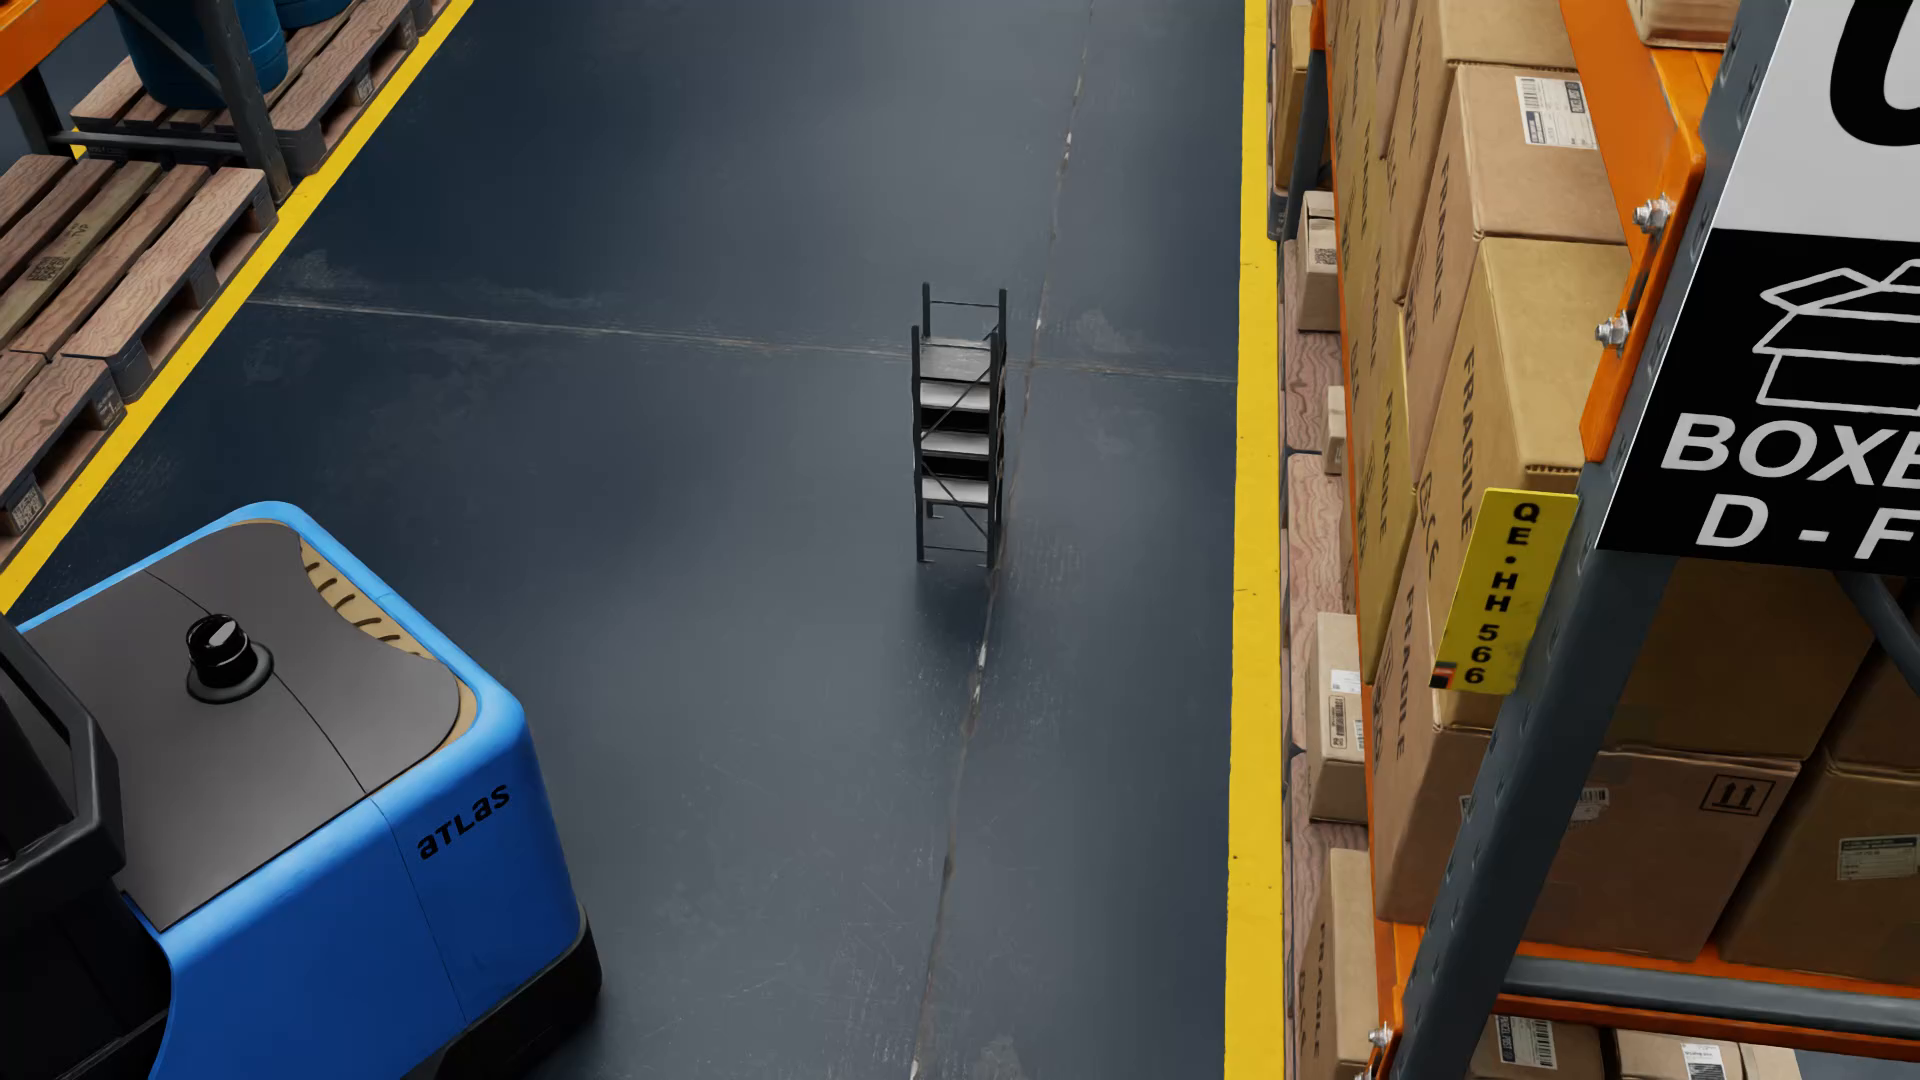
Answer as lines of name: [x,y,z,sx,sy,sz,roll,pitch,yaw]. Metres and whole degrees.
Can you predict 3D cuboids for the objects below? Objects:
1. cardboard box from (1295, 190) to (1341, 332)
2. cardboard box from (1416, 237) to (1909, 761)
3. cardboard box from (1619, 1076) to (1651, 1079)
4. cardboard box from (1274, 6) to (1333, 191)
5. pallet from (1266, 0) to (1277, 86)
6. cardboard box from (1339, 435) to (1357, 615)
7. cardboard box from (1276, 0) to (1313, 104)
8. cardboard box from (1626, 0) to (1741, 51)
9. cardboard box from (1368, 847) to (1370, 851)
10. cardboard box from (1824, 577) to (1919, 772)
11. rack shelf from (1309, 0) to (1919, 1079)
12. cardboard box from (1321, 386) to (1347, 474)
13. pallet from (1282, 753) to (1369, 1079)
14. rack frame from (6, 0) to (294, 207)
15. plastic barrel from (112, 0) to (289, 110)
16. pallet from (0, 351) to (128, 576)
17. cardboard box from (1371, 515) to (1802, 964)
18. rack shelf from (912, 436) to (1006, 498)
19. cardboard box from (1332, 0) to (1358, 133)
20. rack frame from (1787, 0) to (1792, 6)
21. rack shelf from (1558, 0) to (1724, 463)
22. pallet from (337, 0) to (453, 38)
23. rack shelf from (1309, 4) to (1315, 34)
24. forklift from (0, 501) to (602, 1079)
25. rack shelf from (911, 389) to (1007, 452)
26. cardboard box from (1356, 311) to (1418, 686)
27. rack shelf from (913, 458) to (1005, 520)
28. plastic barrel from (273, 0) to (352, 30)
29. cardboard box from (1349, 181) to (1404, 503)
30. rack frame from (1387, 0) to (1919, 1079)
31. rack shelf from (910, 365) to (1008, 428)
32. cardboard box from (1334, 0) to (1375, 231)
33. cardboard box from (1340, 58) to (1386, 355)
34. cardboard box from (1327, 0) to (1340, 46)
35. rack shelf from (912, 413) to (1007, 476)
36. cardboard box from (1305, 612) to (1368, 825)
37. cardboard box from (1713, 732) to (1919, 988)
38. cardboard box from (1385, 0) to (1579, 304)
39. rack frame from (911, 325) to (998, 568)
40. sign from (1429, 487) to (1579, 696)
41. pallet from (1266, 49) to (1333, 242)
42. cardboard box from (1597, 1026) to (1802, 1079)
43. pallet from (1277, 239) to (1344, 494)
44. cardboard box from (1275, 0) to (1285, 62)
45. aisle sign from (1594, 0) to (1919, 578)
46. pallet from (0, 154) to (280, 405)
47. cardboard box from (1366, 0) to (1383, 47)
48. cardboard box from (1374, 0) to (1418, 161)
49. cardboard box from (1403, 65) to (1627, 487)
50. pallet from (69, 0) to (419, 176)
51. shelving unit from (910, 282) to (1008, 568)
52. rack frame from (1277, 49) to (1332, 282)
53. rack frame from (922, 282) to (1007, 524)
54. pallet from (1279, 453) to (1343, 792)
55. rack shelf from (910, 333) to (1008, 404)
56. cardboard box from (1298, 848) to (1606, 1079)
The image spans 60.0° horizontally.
cardboard box: [1.431,-0.977,5.736,0.500,0.311,0.500,5,44,6]
cardboard box: [0.959,-0.062,2.334,0.500,0.500,0.500,5,44,5]
cardboard box: [1.568,1.287,3.463,0.380,0.149,0.250,5,44,6]
cardboard box: [1.482,-1.675,6.335,0.500,0.500,0.500,5,44,5]
pallet: [1.930,-2.439,7.673,1.003,0.211,1.213,5,44,6]
cardboard box: [1.458,-0.033,4.599,0.797,0.503,0.637,5,44,6]
cardboard box: [1.556,-2.011,6.690,0.500,0.500,0.500,5,44,6]
cardboard box: [0.979,-0.743,1.781,0.500,0.250,0.500,5,44,6]
cardboard box: [1.143,0.874,3.886,0.380,0.166,0.250,5,44,6]
cardboard box: [1.492,-0.012,2.281,0.500,0.500,0.500,6,44,7]
rack shelf: [1.437,-0.436,4.052,1.077,0.370,4.000,5,44,6]
cardboard box: [1.327,-0.334,5.162,0.380,0.166,0.250,5,44,6]
pallet: [1.287,1.083,3.953,1.003,0.211,1.213,5,44,6]
rack frame: [-3.208,-2.513,5.723,1.000,3.000,0.127,5,44,6]
plastic barrel: [-3.119,-2.273,6.690,0.600,0.901,0.708,5,44,6]
pallet: [-3.426,-0.162,5.268,1.003,0.211,1.213,5,44,6]
cardboard box: [0.962,0.299,2.679,0.500,0.500,0.500,6,44,7]
rack shelf: [-0.001,-0.232,5.020,0.258,0.077,0.200,5,44,6]
cardboard box: [1.299,-1.425,4.500,0.500,0.500,0.500,6,44,6]
rack frame: [1.172,-1.513,0.303,1.000,3.000,0.127,5,44,6]
rack shelf: [1.437,-1.525,3.021,1.077,0.370,4.000,5,44,6]
pallet: [-2.906,-2.857,8.113,1.003,0.211,1.213,5,44,6]
rack shelf: [1.966,-3.162,6.931,1.077,0.370,4.000,5,44,6]
forklift: [-2.243,0.563,2.524,1.130,2.935,3.031,33,53,30]
rack shelf: [-0.001,-0.362,4.896,0.258,0.077,0.200,5,44,6]
cardboard box: [1.027,-0.054,3.053,0.500,0.500,0.500,6,44,6]
rack shelf: [-0.001,-0.166,5.081,0.258,0.077,0.200,5,44,6]
plastic barrel: [-3.026,-2.756,7.199,0.600,0.901,0.708,5,44,6]
cardboard box: [1.098,-0.394,3.412,0.500,0.500,0.500,6,44,6]
rack frame: [1.172,0.666,2.365,1.000,3.000,0.127,5,44,6]
rack shelf: [-0.001,-0.428,4.834,0.258,0.077,0.200,5,44,6]
cardboard box: [1.231,-1.084,4.141,0.500,0.500,0.500,5,44,5]
cardboard box: [1.165,-0.737,3.774,0.500,0.500,0.500,5,44,5]
cardboard box: [1.364,-1.774,4.869,0.500,0.500,0.500,6,44,7]
rack shelf: [-0.001,-0.297,4.958,0.258,0.077,0.200,5,44,6]
cardboard box: [1.155,0.467,4.255,0.500,0.250,0.500,5,44,6]
cardboard box: [1.492,0.351,2.625,0.500,0.500,0.500,6,44,6]
cardboard box: [1.089,-0.760,3.071,0.500,0.500,0.500,6,44,7]
rack frame: [-0.015,-0.252,4.862,0.240,0.900,0.006,5,44,6]
sign: [0.625,0.066,1.926,0.100,0.325,0.005,5,44,6]
pallet: [1.771,-1.606,6.792,1.003,0.211,1.213,5,44,6]
cardboard box: [1.601,1.110,3.637,0.380,0.166,0.250,5,44,6]
pallet: [1.609,-0.580,5.709,1.003,0.211,1.213,5,44,6]
cardboard box: [1.623,-2.353,7.051,0.500,0.500,0.500,6,44,6]
aisle sign: [0.860,-0.260,1.452,0.394,0.787,0.004,5,44,6]
pallet: [-3.267,-0.996,6.148,1.003,0.211,1.213,5,44,6]
cardboard box: [1.224,-1.462,3.813,0.500,0.500,0.500,4,44,4]
cardboard box: [1.156,-1.110,3.441,0.500,0.500,0.500,6,44,7]
cardboard box: [1.025,-0.406,2.698,0.500,0.500,0.500,6,44,7]
pallet: [-3.065,-2.023,7.233,1.003,0.211,1.213,5,44,6]
shelving unit: [-0.001,-0.321,4.935,0.258,0.900,0.210,5,44,6]
rack frame: [1.701,-2.060,5.244,1.000,3.000,0.127,5,44,6]
rack frame: [0.012,-0.391,5.008,0.240,0.900,0.006,5,44,6]
pallet: [1.451,0.254,4.828,1.003,0.211,1.213,5,44,6]
rack shelf: [-0.001,-0.493,4.772,0.258,0.077,0.200,5,44,6]
cardboard box: [1.000,1.021,3.488,0.500,0.500,0.500,5,44,6]
